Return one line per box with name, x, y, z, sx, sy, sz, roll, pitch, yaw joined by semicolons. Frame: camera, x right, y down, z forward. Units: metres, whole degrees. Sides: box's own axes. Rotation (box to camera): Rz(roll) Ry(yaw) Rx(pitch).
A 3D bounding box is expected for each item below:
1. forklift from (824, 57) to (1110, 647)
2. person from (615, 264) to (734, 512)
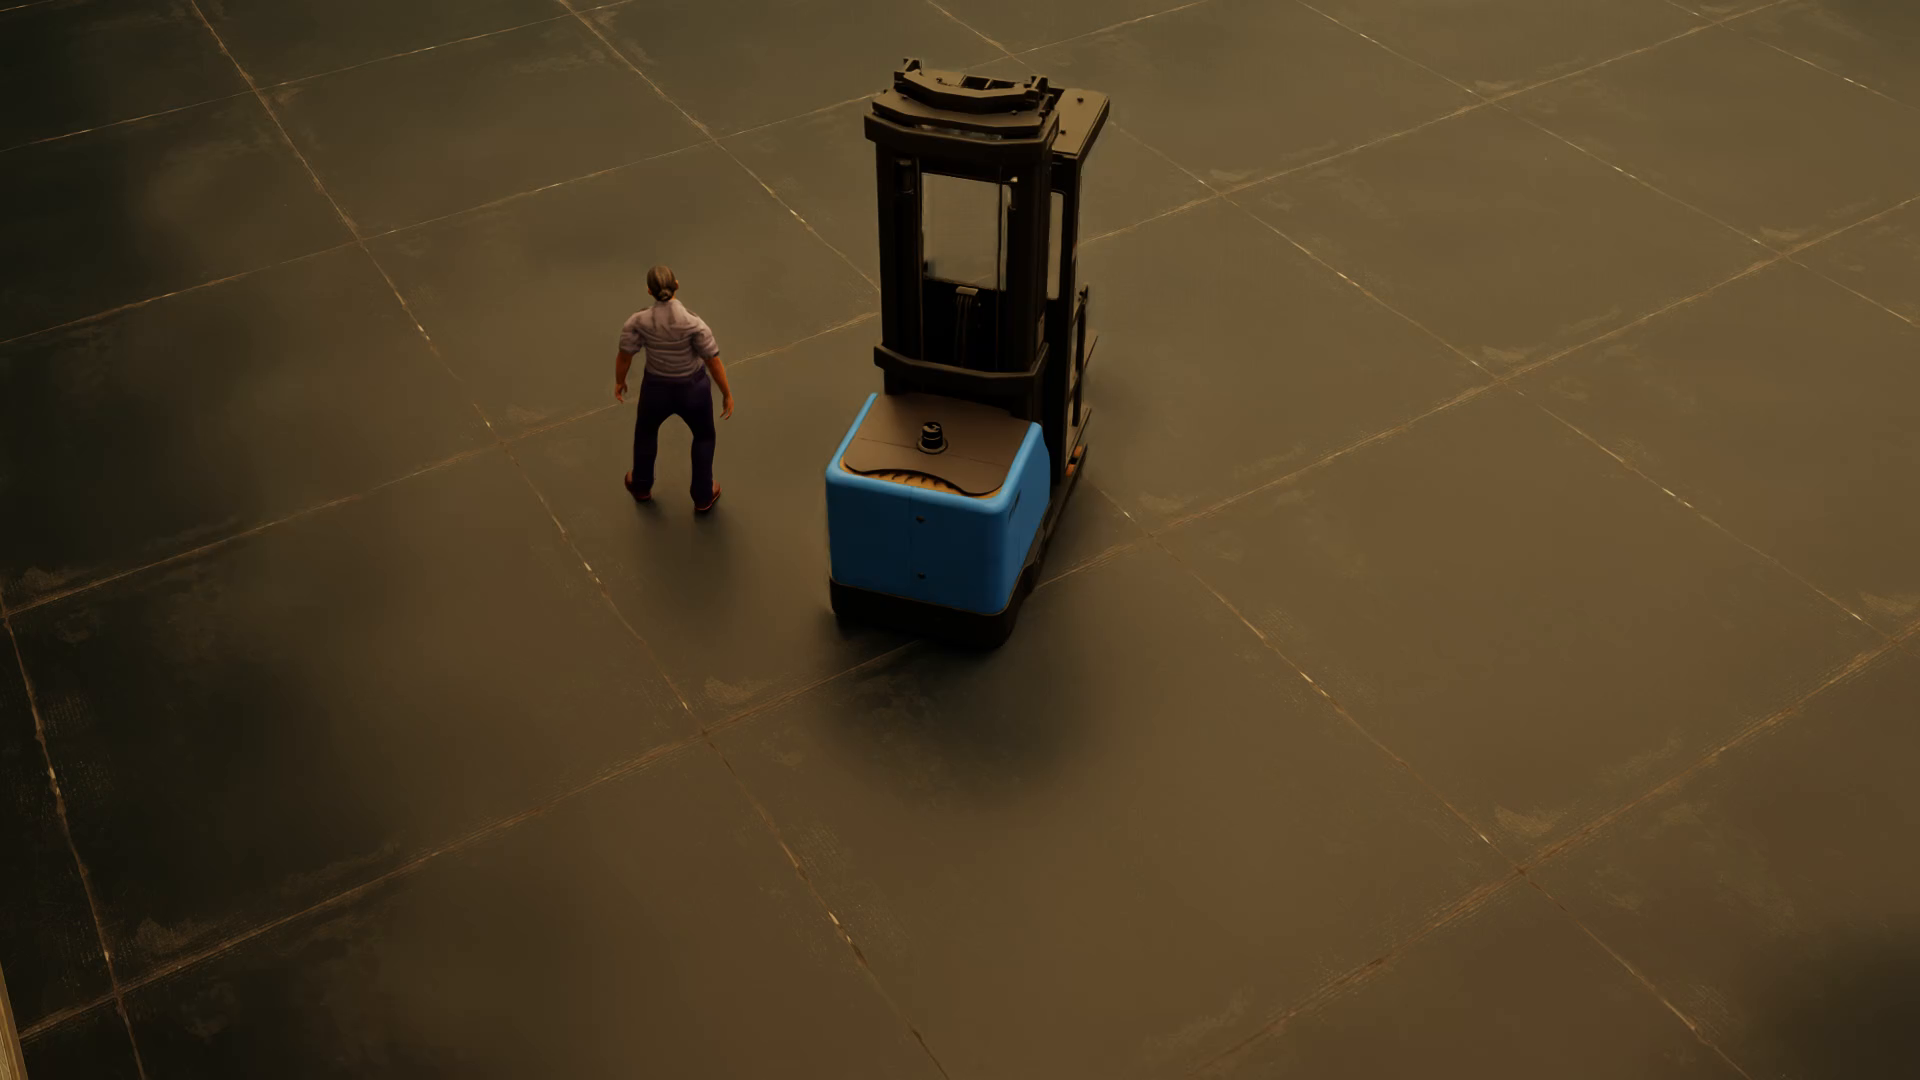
forklift;0.175;-1.489;9.575;1.130;2.935;3.031;11;42;13
person;-1.731;-0.882;9.901;0.784;1.599;0.374;2;41;2
